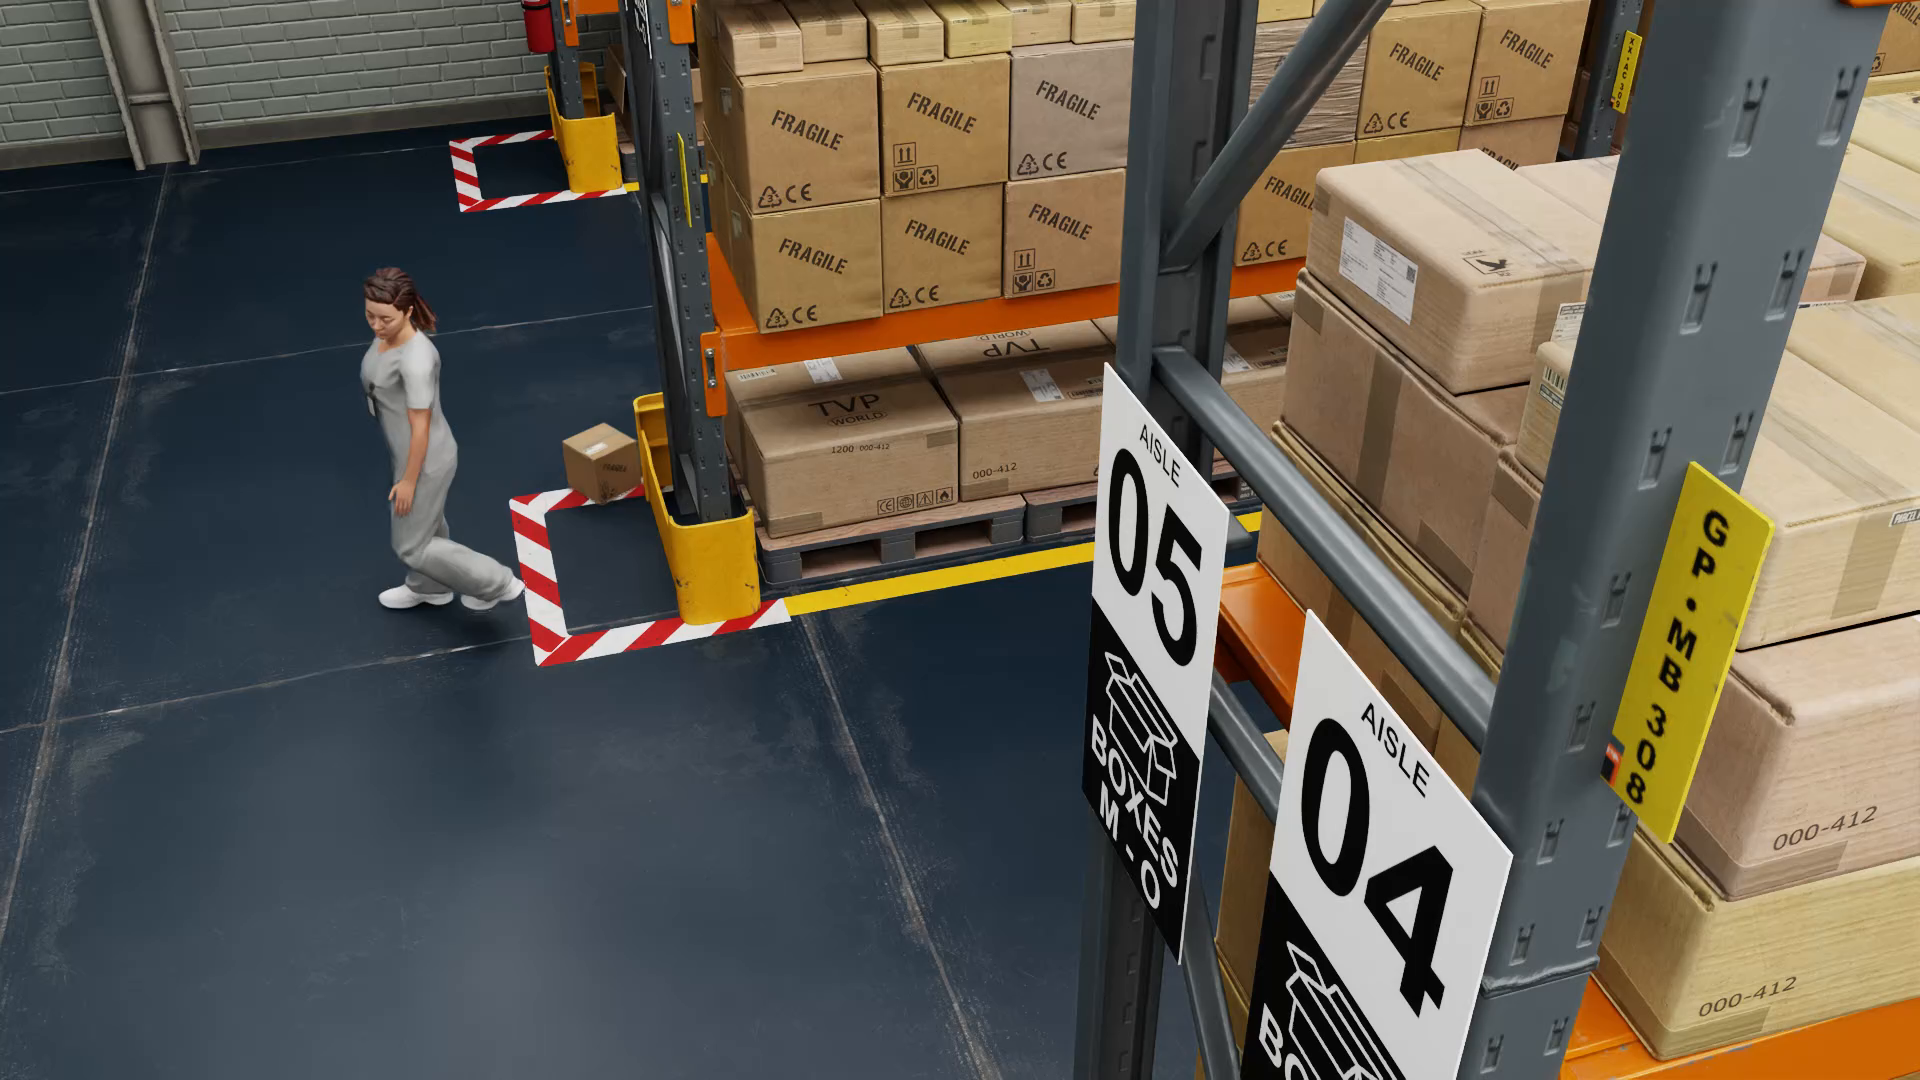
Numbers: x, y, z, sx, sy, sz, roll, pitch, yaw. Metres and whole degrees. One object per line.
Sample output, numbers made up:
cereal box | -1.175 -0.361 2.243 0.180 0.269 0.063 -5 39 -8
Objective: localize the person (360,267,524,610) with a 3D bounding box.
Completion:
person | -2.152 -0.352 6.656 0.550 1.655 0.533 -16 37 -23
